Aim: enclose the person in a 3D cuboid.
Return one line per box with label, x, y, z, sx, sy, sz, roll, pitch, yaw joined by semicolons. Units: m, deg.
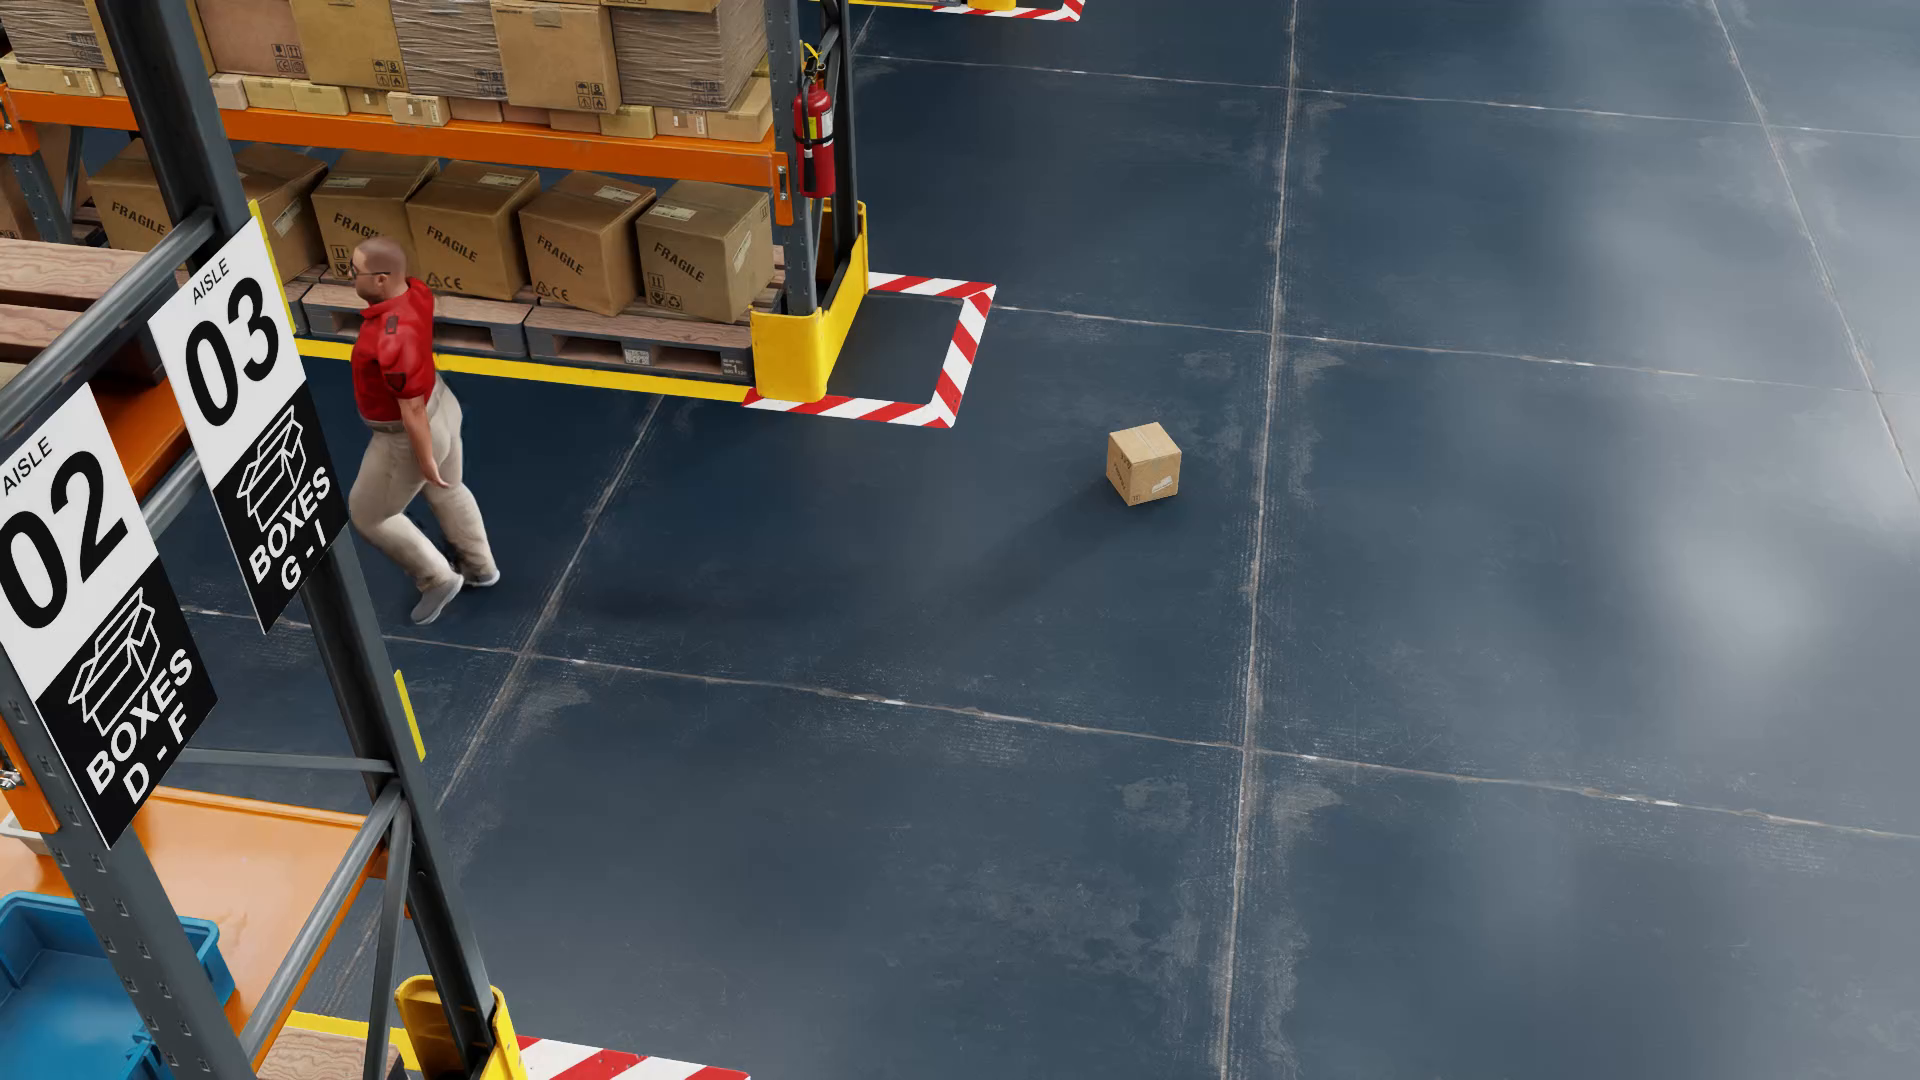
person;-2.237;-0.423;6.678;0.468;1.778;0.535;0;40;0
